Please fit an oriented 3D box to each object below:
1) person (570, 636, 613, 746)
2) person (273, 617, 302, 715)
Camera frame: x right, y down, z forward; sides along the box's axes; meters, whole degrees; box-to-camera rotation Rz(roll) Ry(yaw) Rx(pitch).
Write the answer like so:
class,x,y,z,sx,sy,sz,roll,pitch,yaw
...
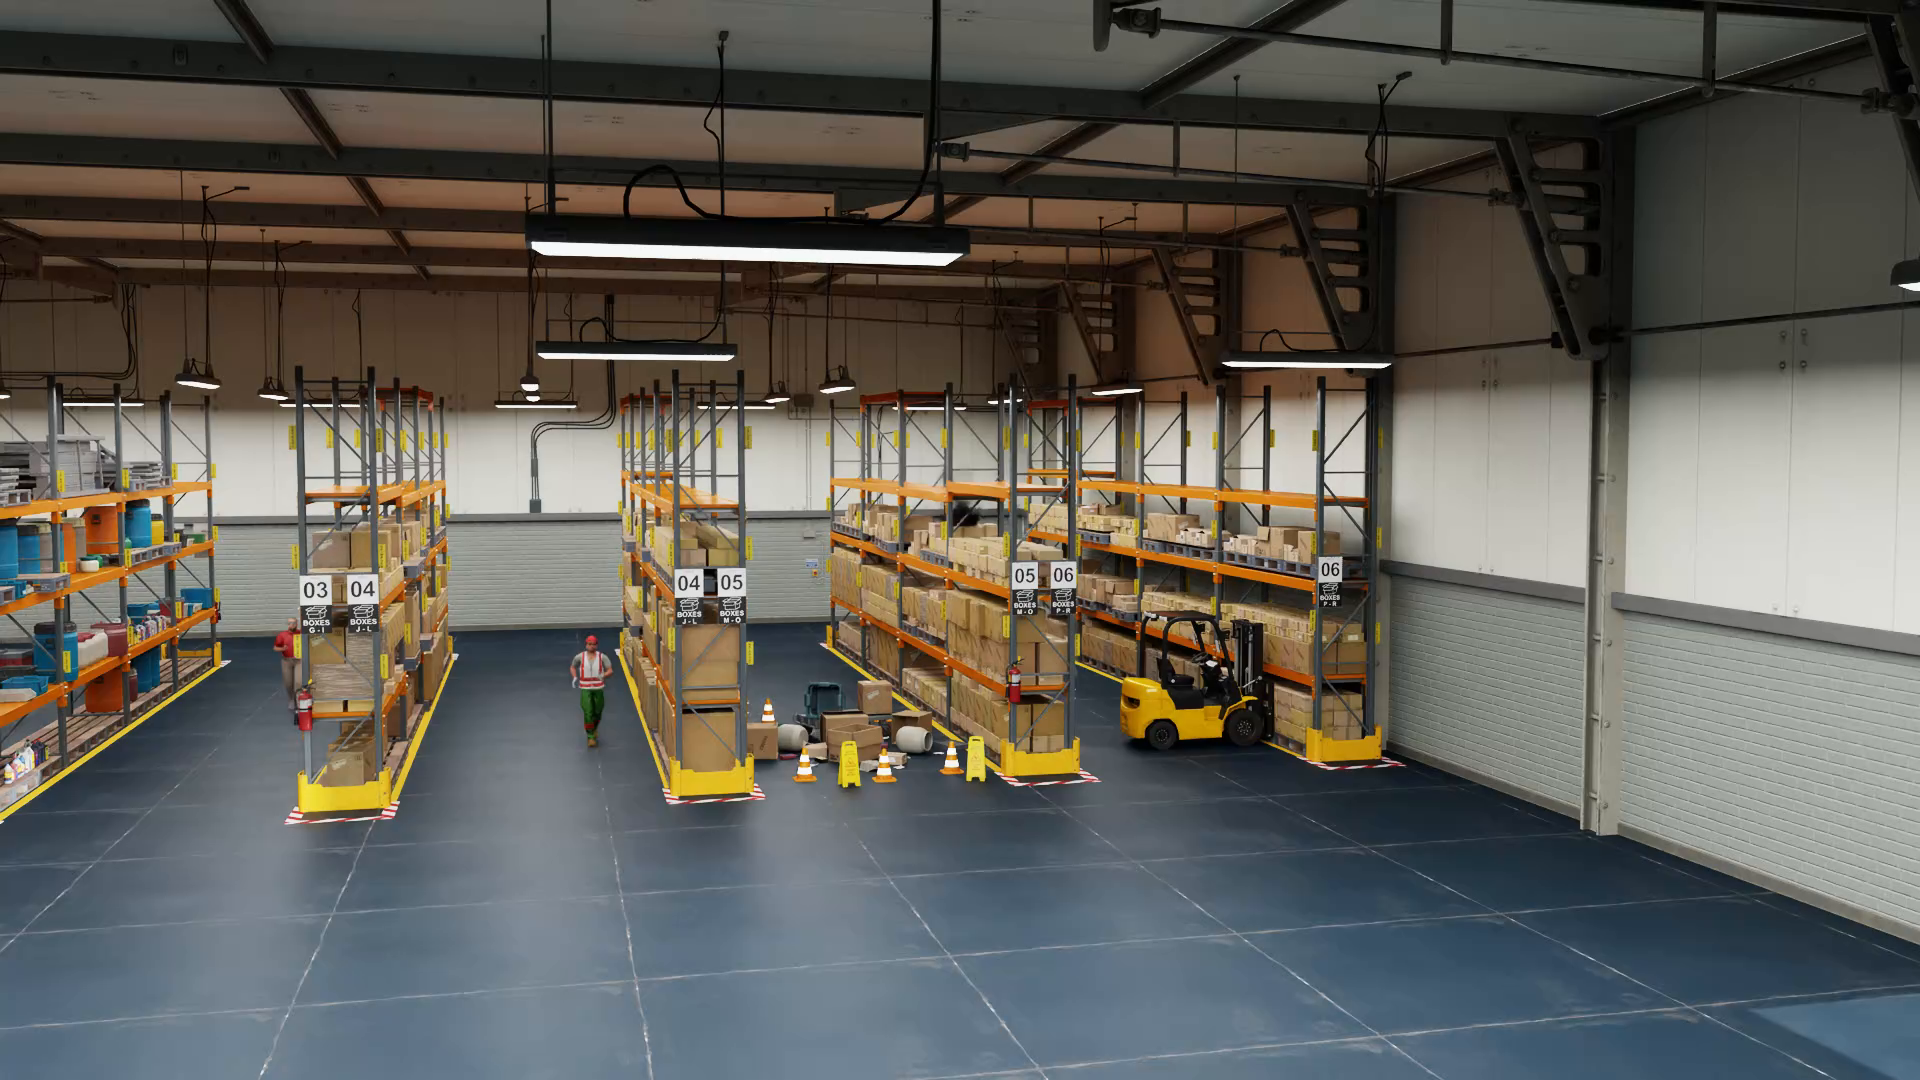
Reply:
class,x,y,z,sx,sy,sz,roll,pitch,yaw
person,-6.061,2.459,27.407,0.673,1.777,0.872,-1,4,-17
person,-12.239,2.286,30.517,0.658,1.719,0.957,-1,4,-18
